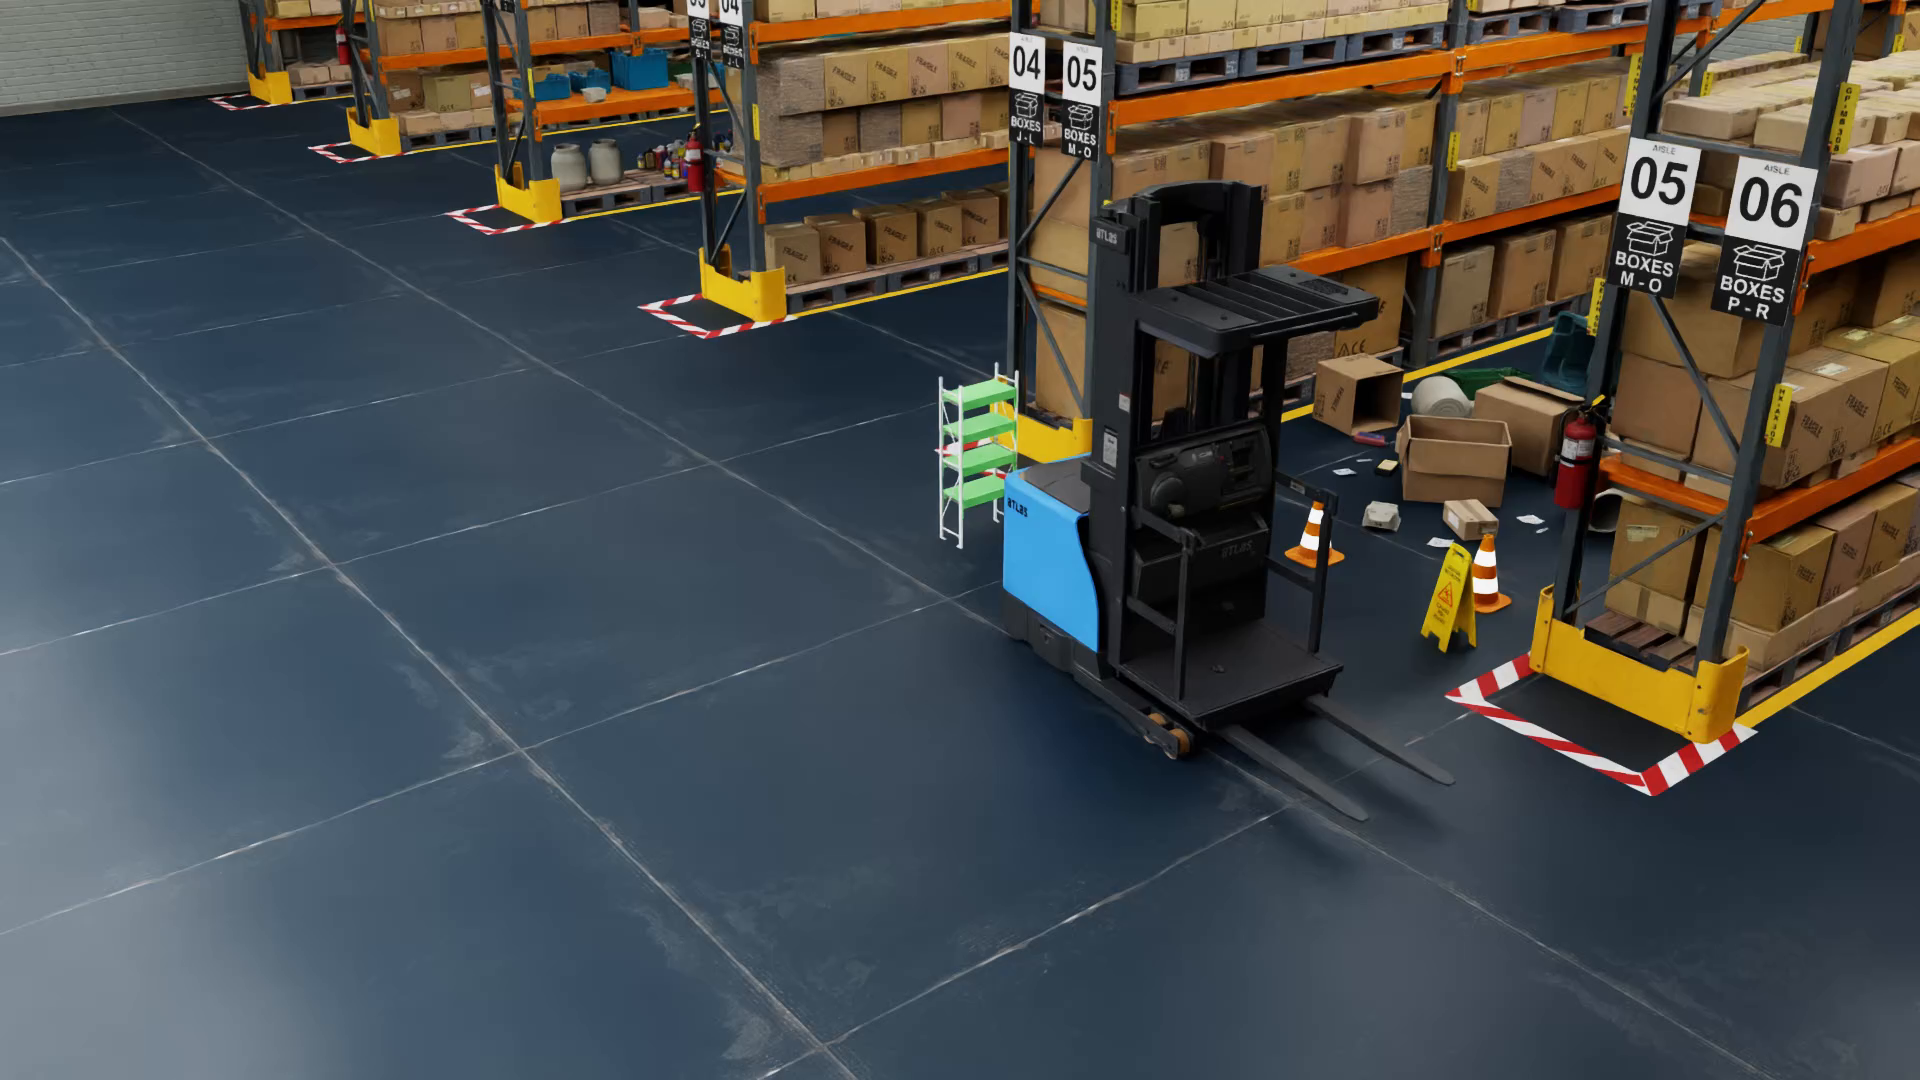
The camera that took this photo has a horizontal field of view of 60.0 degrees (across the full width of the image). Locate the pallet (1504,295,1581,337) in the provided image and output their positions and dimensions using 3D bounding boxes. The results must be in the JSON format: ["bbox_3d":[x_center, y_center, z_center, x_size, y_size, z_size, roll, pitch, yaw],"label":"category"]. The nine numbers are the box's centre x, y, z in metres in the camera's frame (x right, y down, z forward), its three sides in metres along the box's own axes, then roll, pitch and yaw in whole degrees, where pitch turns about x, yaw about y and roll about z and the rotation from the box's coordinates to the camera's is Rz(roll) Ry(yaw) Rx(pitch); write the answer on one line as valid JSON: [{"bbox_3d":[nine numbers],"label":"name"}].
[{"bbox_3d":[5.399,-2.360,16.584,1.213,0.211,1.003,-18,31,-34],"label":"pallet"}]

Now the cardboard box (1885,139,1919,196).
[{"bbox_3d":[4.826,-2.025,8.812,0.500,0.250,0.500,-19,31,-35],"label":"cardboard box"}]

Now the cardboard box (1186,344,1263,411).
[{"bbox_3d":[1.914,-1.695,13.865,0.875,0.875,0.875,-19,31,-35],"label":"cardboard box"}]

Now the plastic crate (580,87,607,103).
[{"bbox_3d":[-4.405,-5.358,20.044,0.250,0.136,0.298,-18,31,-34],"label":"plastic crate"}]

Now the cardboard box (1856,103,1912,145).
[{"bbox_3d":[4.692,-2.176,8.664,0.250,0.149,0.380,-18,31,-34],"label":"cardboard box"}]

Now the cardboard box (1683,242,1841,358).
[{"bbox_3d":[4.534,-1.396,9.534,0.500,0.500,0.700,-18,30,-34],"label":"cardboard box"}]

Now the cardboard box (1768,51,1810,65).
[{"bbox_3d":[9.579,-5.555,19.249,0.250,0.149,0.380,-17,30,-31],"label":"cardboard box"}]

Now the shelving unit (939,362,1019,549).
[{"bbox_3d":[0.130,-0.587,11.590,0.503,1.200,0.258,-18,31,-34],"label":"shelving unit"}]

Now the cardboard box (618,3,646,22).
[{"bbox_3d":[-6.147,-9.786,30.828,0.500,0.250,0.500,-18,30,-33],"label":"cardboard box"}]

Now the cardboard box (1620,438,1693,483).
[{"bbox_3d":[4.026,-0.482,9.524,0.250,0.149,0.380,-17,30,-32],"label":"cardboard box"}]

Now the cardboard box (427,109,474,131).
[{"bbox_3d":[-7.411,-6.133,24.170,0.500,0.250,0.500,-18,31,-34],"label":"cardboard box"}]

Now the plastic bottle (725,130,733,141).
[{"bbox_3d":[-3.051,-5.316,22.266,0.185,0.351,0.144,-17,30,-33],"label":"plastic bottle"}]

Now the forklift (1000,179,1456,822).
[{"bbox_3d":[1.463,-0.349,9.021,1.130,2.935,3.031,-15,29,-29],"label":"forklift"}]

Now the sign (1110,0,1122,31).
[{"bbox_3d":[1.067,-3.649,11.354,0.005,0.325,0.100,-18,31,-34],"label":"sign"}]

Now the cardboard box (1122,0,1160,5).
[{"bbox_3d":[1.189,-3.867,11.689,0.250,0.149,0.380,-18,30,-33],"label":"cardboard box"}]

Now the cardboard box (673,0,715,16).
[{"bbox_3d":[-4.185,-8.409,26.186,0.500,0.500,0.500,-16,29,-30],"label":"cardboard box"}]

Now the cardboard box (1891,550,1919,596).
[{"bbox_3d":[5.896,0.105,10.729,0.500,0.250,0.500,-18,30,-33],"label":"cardboard box"}]

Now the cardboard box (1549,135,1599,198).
[{"bbox_3d":[5.649,-3.565,15.751,0.500,0.500,0.500,-18,30,-33],"label":"cardboard box"}]

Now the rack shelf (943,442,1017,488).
[{"bbox_3d":[0.130,-0.529,11.617,0.480,0.148,0.258,-18,31,-34],"label":"rack shelf"}]

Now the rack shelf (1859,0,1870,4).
[{"bbox_3d":[5.437,-3.341,9.117,4.000,0.370,1.077,-18,31,-34],"label":"rack shelf"}]

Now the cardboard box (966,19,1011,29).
[{"bbox_3d":[0.385,-5.351,18.057,0.500,0.500,0.500,-18,31,-34],"label":"cardboard box"}]

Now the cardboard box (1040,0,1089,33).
[{"bbox_3d":[0.942,-3.924,12.287,0.500,0.250,0.500,-18,30,-33],"label":"cardboard box"}]

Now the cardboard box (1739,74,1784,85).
[{"bbox_3d":[8.541,-4.864,17.760,0.250,0.149,0.380,-17,30,-32],"label":"cardboard box"}]

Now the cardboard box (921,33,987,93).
[{"bbox_3d":[-0.075,-4.916,17.119,0.500,0.500,0.500,-18,31,-34],"label":"cardboard box"}]

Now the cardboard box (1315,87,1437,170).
[{"bbox_3d":[3.566,-3.554,14.383,0.550,0.550,0.875,-18,31,-34],"label":"cardboard box"}]

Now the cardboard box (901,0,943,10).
[{"bbox_3d":[-0.512,-5.443,16.530,0.500,0.250,0.500,-17,30,-33],"label":"cardboard box"}]

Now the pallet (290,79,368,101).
[{"bbox_3d":[-10.700,-7.588,27.848,1.213,0.211,1.003,-18,31,-34],"label":"pallet"}]

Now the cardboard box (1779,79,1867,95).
[{"bbox_3d":[4.792,-2.458,9.272,0.250,0.149,0.380,-18,31,-34],"label":"cardboard box"}]

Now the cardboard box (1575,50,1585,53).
[{"bbox_3d":[8.649,-7.017,23.606,0.250,0.149,0.380,-18,30,-33],"label":"cardboard box"}]

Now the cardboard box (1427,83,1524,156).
[{"bbox_3d":[4.668,-3.845,15.164,0.500,0.500,0.700,-19,31,-35],"label":"cardboard box"}]

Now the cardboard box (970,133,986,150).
[{"bbox_3d":[0.066,-4.253,17.648,0.250,0.149,0.380,-18,31,-34],"label":"cardboard box"}]

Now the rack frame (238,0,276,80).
[{"bbox_3d":[-11.421,-8.633,26.789,0.127,3.000,1.000,-18,31,-34],"label":"rack frame"}]

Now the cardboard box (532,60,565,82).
[{"bbox_3d":[-6.235,-6.866,24.857,0.500,0.500,0.500,-18,31,-34],"label":"cardboard box"}]

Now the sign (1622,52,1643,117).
[{"bbox_3d":[3.537,-2.379,8.698,0.005,0.325,0.100,-18,31,-34],"label":"sign"}]

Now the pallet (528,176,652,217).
[{"bbox_3d":[-4.634,-4.331,20.832,1.213,0.211,1.003,-18,31,-34],"label":"pallet"}]

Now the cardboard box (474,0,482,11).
[{"bbox_3d":[-6.907,-7.699,23.886,0.250,0.149,0.380,-19,31,-35],"label":"cardboard box"}]

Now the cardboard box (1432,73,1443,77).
[{"bbox_3d":[6.192,-6.397,21.852,0.500,0.500,0.500,-19,31,-35],"label":"cardboard box"}]

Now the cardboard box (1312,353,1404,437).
[{"bbox_3d":[3.289,-1.205,13.749,0.500,0.500,0.500,-13,28,-25],"label":"cardboard box"}]

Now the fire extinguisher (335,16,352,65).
[{"bbox_3d":[-8.741,-7.081,23.537,0.183,0.674,0.296,-18,31,-34],"label":"fire extinguisher"}]

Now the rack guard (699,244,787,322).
[{"bbox_3d":[-2.192,-2.597,16.751,0.348,0.500,1.175,-18,31,-34],"label":"rack guard"}]

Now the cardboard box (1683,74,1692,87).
[{"bbox_3d":[7.741,-4.948,17.942,0.250,0.149,0.380,-17,30,-33],"label":"cardboard box"}]

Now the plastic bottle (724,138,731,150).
[{"bbox_3d":[-3.091,-5.203,22.115,0.097,0.271,0.097,0,25,0],"label":"plastic bottle"}]

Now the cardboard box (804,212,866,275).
[{"bbox_3d":[-1.300,-3.091,17.317,0.500,0.500,0.500,-10,27,-21],"label":"cardboard box"}]

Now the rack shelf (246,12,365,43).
[{"bbox_3d":[-9.847,-8.827,28.060,4.000,0.370,1.077,-18,31,-34],"label":"rack shelf"}]

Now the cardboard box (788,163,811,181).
[{"bbox_3d":[-1.671,-3.650,16.351,0.250,0.149,0.380,-18,31,-34],"label":"cardboard box"}]

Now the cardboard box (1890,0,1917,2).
[{"bbox_3d":[11.191,-6.268,20.034,0.500,0.500,0.500,-17,30,-33],"label":"cardboard box"}]

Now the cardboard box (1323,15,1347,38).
[{"bbox_3d":[2.787,-4.031,12.990,0.250,0.149,0.380,-19,31,-34],"label":"cardboard box"}]

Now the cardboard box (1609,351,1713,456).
[{"bbox_3d":[4.121,-0.840,9.525,0.500,0.500,0.500,-19,31,-35],"label":"cardboard box"}]

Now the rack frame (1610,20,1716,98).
[{"bbox_3d":[7.025,-4.120,17.063,0.127,3.000,1.000,-18,31,-34],"label":"rack frame"}]

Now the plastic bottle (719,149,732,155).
[{"bbox_3d":[-3.024,-4.917,21.495,0.135,0.276,0.152,-18,30,-33],"label":"plastic bottle"}]

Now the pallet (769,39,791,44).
[{"bbox_3d":[-3.499,-9.942,32.921,1.213,0.211,1.003,-18,31,-34],"label":"pallet"}]

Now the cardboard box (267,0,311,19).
[{"bbox_3d":[-10.841,-8.596,26.863,0.500,0.250,0.500,-19,31,-35],"label":"cardboard box"}]

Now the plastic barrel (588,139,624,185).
[{"bbox_3d":[-4.442,-4.740,20.857,0.421,0.512,0.421,0,25,0],"label":"plastic barrel"}]

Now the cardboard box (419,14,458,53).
[{"bbox_3d":[-7.576,-7.294,23.784,0.500,0.500,0.700,-17,30,-33],"label":"cardboard box"}]

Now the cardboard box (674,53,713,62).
[{"bbox_3d":[-4.272,-7.696,26.871,0.500,0.311,0.500,-18,31,-34],"label":"cardboard box"}]

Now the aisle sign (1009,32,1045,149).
[{"bbox_3d":[0.489,-3.302,12.213,0.004,0.787,0.394,-18,31,-34],"label":"aisle sign"}]
